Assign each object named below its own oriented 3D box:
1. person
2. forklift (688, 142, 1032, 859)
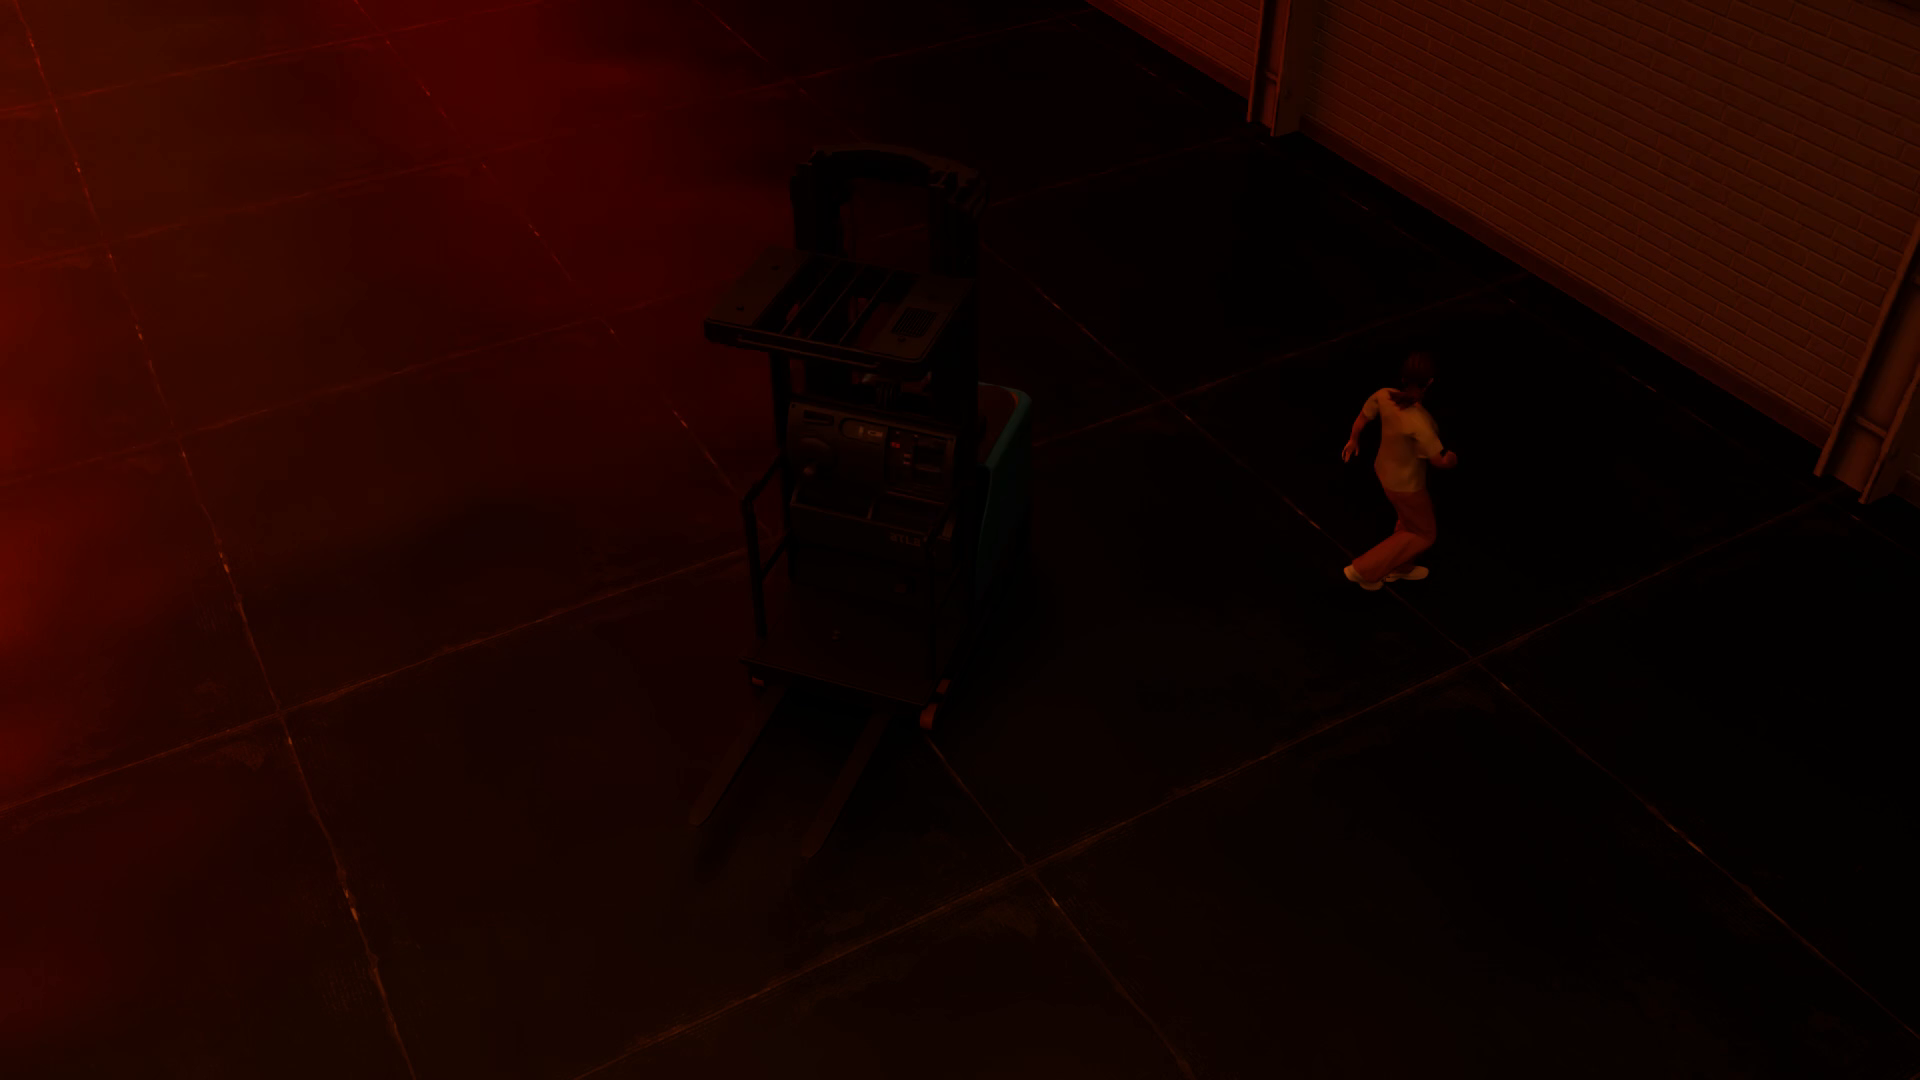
[{"bbox_3d":[2.537,-0.391,9.543,0.610,1.621,0.607,-5,40,-6],"label":"person"},{"bbox_3d":[-0.534,-0.385,8.501,1.130,2.935,3.031,13,41,15],"label":"forklift"}]
